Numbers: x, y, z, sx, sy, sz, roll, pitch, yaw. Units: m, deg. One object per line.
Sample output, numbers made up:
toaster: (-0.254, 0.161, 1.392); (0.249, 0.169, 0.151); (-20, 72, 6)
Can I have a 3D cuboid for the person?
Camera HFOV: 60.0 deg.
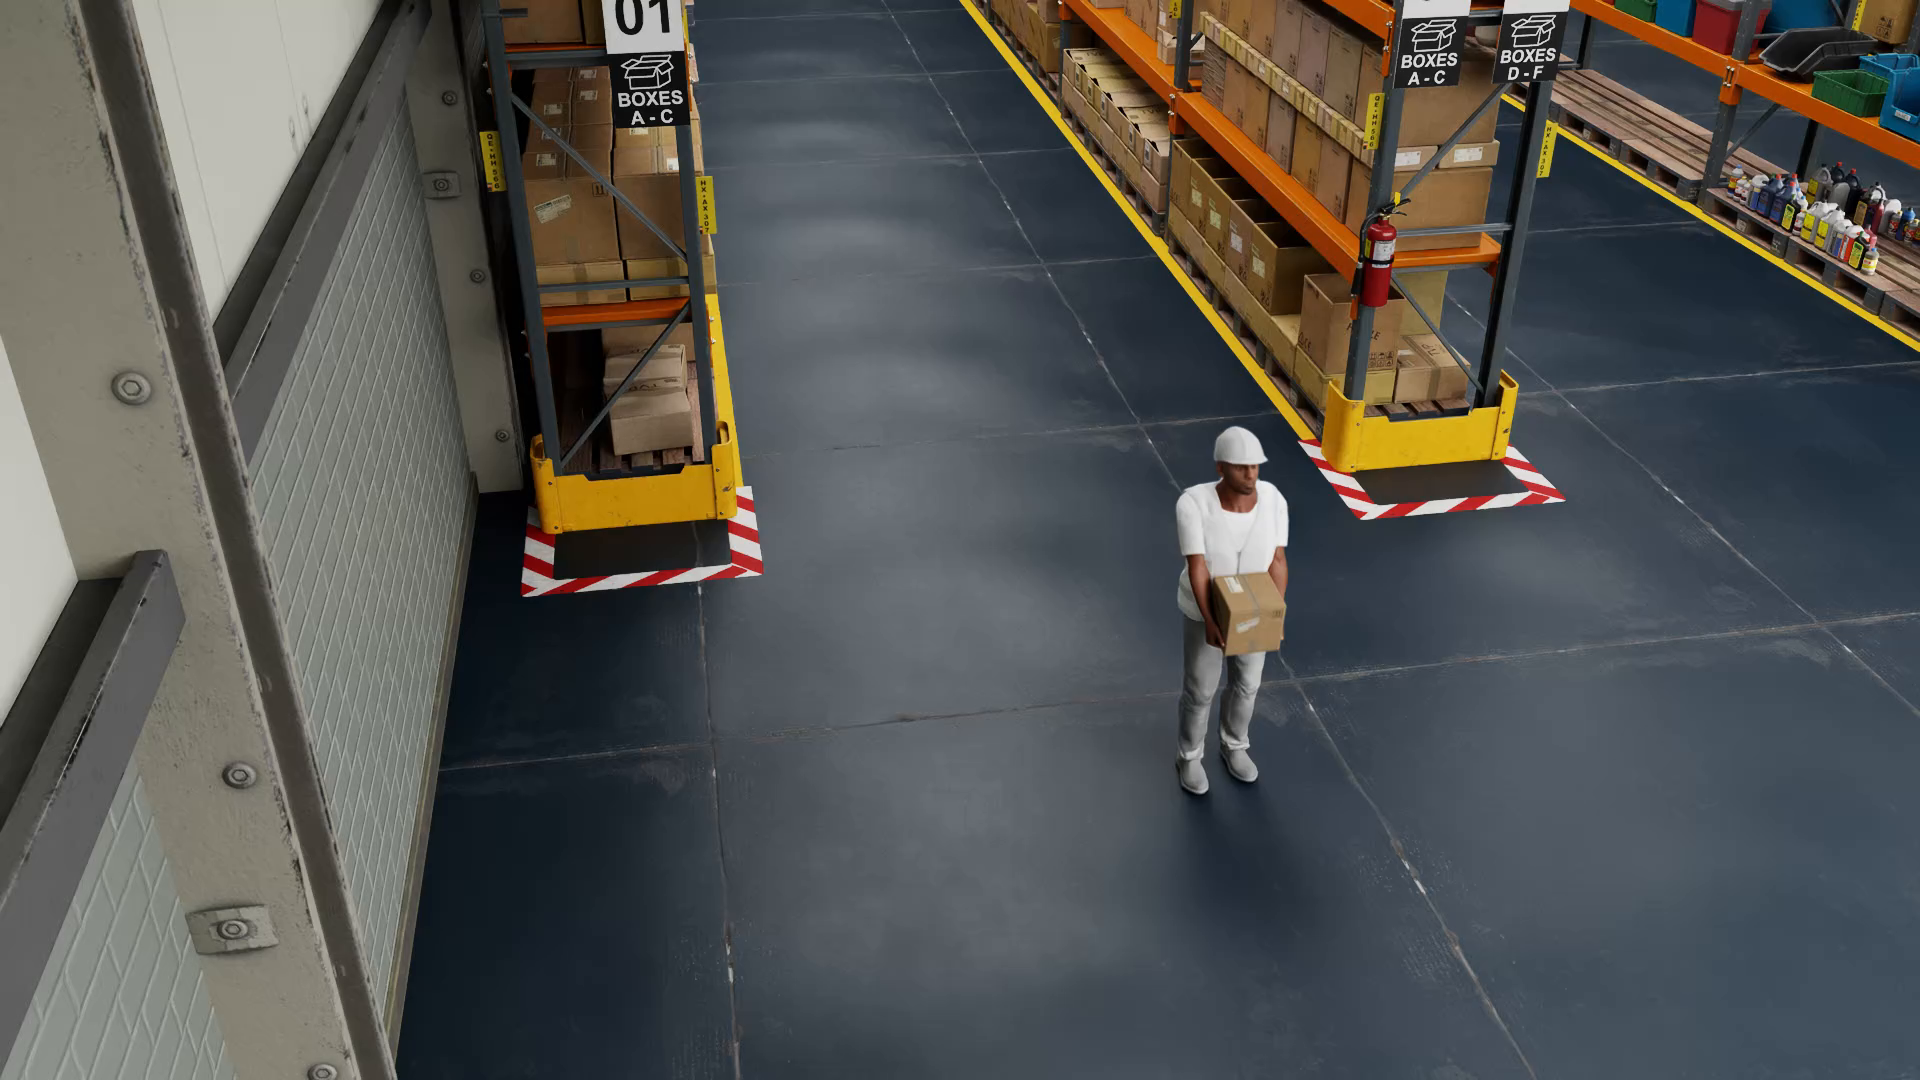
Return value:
person: (1.233, 0.363, 7.503); (0.502, 1.762, 0.586); (-5, 31, -9)
